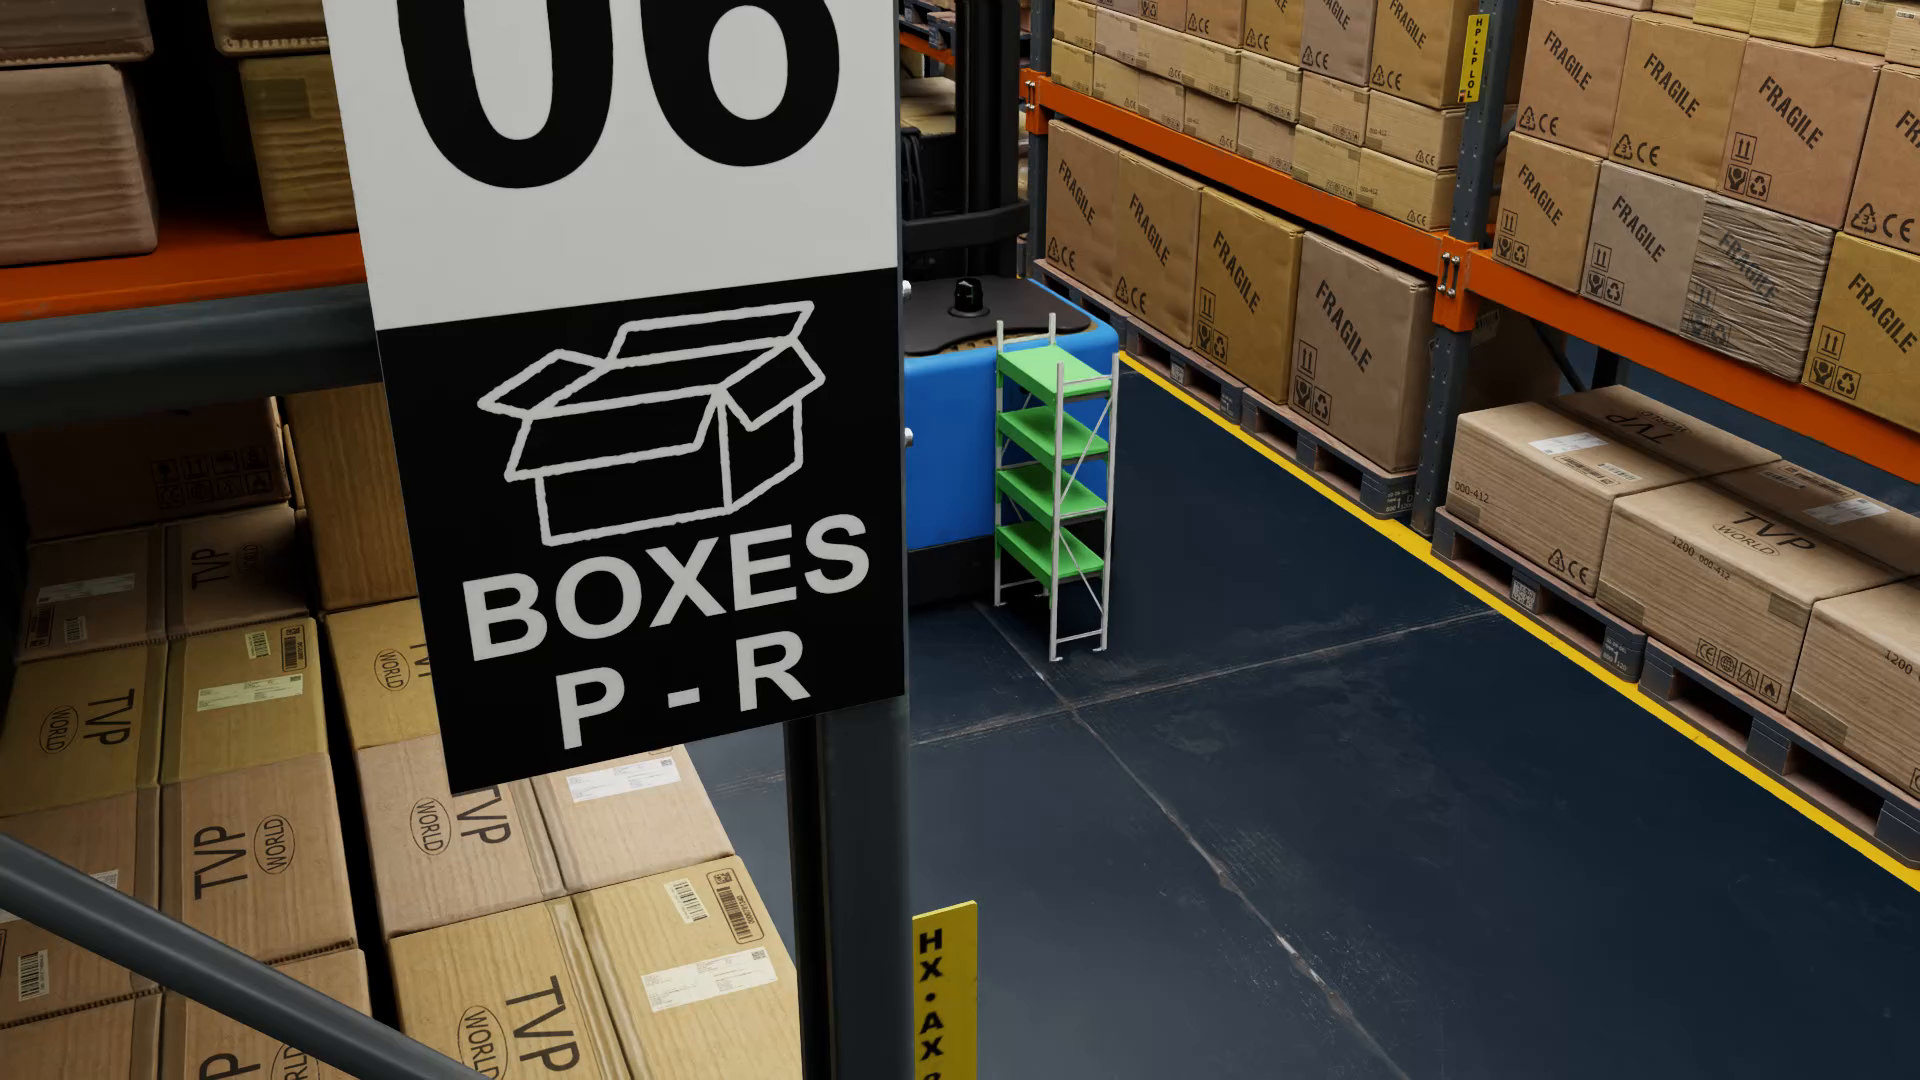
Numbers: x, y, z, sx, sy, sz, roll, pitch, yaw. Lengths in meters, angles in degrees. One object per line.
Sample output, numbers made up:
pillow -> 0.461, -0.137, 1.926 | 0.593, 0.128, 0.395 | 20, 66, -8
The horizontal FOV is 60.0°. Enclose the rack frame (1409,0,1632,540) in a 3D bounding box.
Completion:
rack frame -> 2.471, -1.460, 6.822 | 1.000, 3.000, 0.127 | -11, 28, -21

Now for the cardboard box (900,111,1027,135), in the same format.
cardboard box -> 0.104, -2.917, 12.321 | 0.950, 0.372, 0.625 | -10, 28, -19

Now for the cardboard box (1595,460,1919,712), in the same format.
cardboard box -> 2.969, 0.135, 5.995 | 0.875, 0.438, 0.875 | -11, 28, -22

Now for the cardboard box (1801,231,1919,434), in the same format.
cardboard box -> 2.998, -0.657, 5.063 | 0.500, 0.500, 0.500 | -10, 28, -19

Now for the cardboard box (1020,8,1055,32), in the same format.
cardboard box -> 0.560, -3.243, 10.281 | 0.380, 0.149, 0.250 | -10, 28, -19

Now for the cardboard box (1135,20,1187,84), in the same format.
cardboard box -> 1.261, -2.573, 8.703 | 0.500, 0.250, 0.500 | -11, 28, -21

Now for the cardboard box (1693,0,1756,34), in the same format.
cardboard box -> 2.651, -1.767, 5.456 | 0.380, 0.149, 0.250 | -11, 28, -21

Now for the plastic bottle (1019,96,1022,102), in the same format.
plastic bottle -> 0.558, -4.213, 15.809 | 0.133, 0.061, 0.283 | -6, 27, -12

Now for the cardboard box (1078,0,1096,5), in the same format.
cardboard box -> 0.873, -3.328, 9.394 | 0.500, 0.500, 0.500 | -12, 28, -22

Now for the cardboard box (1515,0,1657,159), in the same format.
cardboard box -> 2.435, -1.721, 6.102 | 0.500, 0.500, 0.500 | -10, 28, -20

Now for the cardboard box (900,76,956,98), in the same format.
cardboard box -> -0.454, -3.487, 13.489 | 0.950, 0.372, 0.625 | -10, 28, -20

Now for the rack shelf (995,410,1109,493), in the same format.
rack shelf -> 0.349, -0.354, 6.207 | 0.258, 0.148, 0.480 | -11, 28, -22

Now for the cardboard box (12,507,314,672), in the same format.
cardboard box -> -1.547, 0.182, 3.290 | 0.500, 0.250, 0.500 | -11, 28, -21

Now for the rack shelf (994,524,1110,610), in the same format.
rack shelf -> 0.349, 0.077, 6.417 | 0.258, 0.148, 0.480 | -11, 28, -22

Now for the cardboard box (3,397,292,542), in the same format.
cardboard box -> -1.756, -0.362, 3.551 | 0.500, 0.500, 0.500 | -11, 28, -22

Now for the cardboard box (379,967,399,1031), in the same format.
cardboard box -> -0.681, 0.747, 2.588 | 0.380, 0.149, 0.250 | -11, 28, -21

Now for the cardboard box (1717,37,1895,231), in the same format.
cardboard box -> 2.817, -1.307, 5.255 | 0.500, 0.500, 0.500 | -10, 28, -20

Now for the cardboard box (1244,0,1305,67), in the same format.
cardboard box -> 1.675, -2.508, 7.713 | 0.500, 0.500, 0.500 | -10, 28, -19

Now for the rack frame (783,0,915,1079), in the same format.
rack frame -> -0.528, 1.009, 1.765 | 1.000, 3.000, 0.127 | -11, 28, -21

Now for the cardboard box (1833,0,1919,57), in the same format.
cardboard box -> 2.902, -1.567, 5.048 | 0.380, 0.149, 0.250 | -11, 28, -21

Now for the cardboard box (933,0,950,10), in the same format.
cardboard box -> 0.036, -3.644, 11.103 | 0.380, 0.149, 0.250 | -10, 28, -20

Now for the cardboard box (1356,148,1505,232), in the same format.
cardboard box -> 2.064, -1.531, 7.137 | 0.500, 0.250, 0.500 | -11, 28, -22

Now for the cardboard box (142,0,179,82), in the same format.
cardboard box -> -1.162, -0.633, 1.995 | 0.380, 0.149, 0.250 | -12, 28, -22

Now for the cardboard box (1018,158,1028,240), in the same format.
cardboard box -> 0.693, -2.313, 11.085 | 0.950, 0.372, 0.625 | -13, 29, -24

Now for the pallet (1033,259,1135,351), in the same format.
pallet -> 1.144, -1.491, 10.063 | 1.003, 0.211, 1.213 | -11, 28, -21

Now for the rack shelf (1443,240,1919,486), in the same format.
rack shelf -> 3.254, -0.330, 5.326 | 1.077, 0.370, 4.000 | -11, 28, -21

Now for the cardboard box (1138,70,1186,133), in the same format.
cardboard box -> 1.282, -2.350, 8.815 | 0.500, 0.250, 0.500 | -10, 28, -19

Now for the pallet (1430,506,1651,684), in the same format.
pallet -> 2.697, 0.113, 6.778 | 1.003, 0.211, 1.213 | -11, 28, -21

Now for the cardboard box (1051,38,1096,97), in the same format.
cardboard box -> 0.865, -2.767, 9.669 | 0.500, 0.250, 0.500 | -11, 28, -21

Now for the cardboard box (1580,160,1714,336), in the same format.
cardboard box -> 2.607, -1.067, 5.903 | 0.500, 0.500, 0.500 | -10, 28, -20

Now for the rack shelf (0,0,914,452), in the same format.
rack shelf -> -1.311, -0.823, 2.918 | 1.077, 0.370, 4.000 | -11, 28, -21

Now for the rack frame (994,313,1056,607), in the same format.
rack frame -> 0.249, -0.294, 6.484 | 0.240, 1.200, 0.015 | -11, 28, -22

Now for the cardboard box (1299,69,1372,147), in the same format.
cardboard box -> 1.872, -1.954, 7.435 | 0.500, 0.250, 0.500 | -10, 28, -19

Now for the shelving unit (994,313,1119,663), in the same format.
shelving unit -> 0.349, -0.196, 6.284 | 0.258, 1.200, 0.503 | -11, 28, -22

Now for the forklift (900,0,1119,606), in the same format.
forklift -> -0.426, -1.674, 7.338 | 1.130, 2.935, 3.031 | -11, 28, -22

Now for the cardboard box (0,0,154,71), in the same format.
cardboard box -> -0.953, -0.538, 1.347 | 0.500, 0.250, 0.500 | -11, 28, -22

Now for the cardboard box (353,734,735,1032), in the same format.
cardboard box -> -0.656, 0.510, 2.619 | 0.500, 0.250, 0.500 | -10, 28, -20

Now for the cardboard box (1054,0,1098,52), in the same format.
cardboard box -> 0.876, -2.985, 9.547 | 0.500, 0.250, 0.500 | -11, 28, -21

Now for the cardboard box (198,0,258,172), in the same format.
cardboard box -> -0.566, -0.496, 1.715 | 0.380, 0.149, 0.250 | -10, 28, -20

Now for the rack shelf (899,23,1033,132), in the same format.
rack shelf -> 0.121, -3.559, 11.941 | 1.077, 0.370, 4.000 | -11, 28, -21

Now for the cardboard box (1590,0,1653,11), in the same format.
cardboard box -> 2.471, -1.973, 5.880 | 0.380, 0.149, 0.250 | -10, 28, -20

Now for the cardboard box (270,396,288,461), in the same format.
cardboard box -> -1.946, -0.225, 4.123 | 0.500, 0.250, 0.500 | -11, 28, -21

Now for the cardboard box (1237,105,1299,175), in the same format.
cardboard box -> 1.685, -1.944, 7.983 | 0.500, 0.250, 0.500 | -11, 28, -22

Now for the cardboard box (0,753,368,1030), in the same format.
cardboard box -> -1.153, 0.594, 2.446 | 0.500, 0.250, 0.500 | -10, 28, -20

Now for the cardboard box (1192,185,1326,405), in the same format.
cardboard box -> 1.794, -1.294, 8.425 | 0.875, 0.875, 0.875 | -10, 28, -19

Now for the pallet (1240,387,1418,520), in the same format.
pallet -> 2.100, -0.506, 8.046 | 1.003, 0.211, 1.213 | -11, 28, -21

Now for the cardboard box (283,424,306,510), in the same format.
cardboard box -> -1.278, -0.105, 3.879 | 0.500, 0.250, 0.500 | -11, 28, -21
